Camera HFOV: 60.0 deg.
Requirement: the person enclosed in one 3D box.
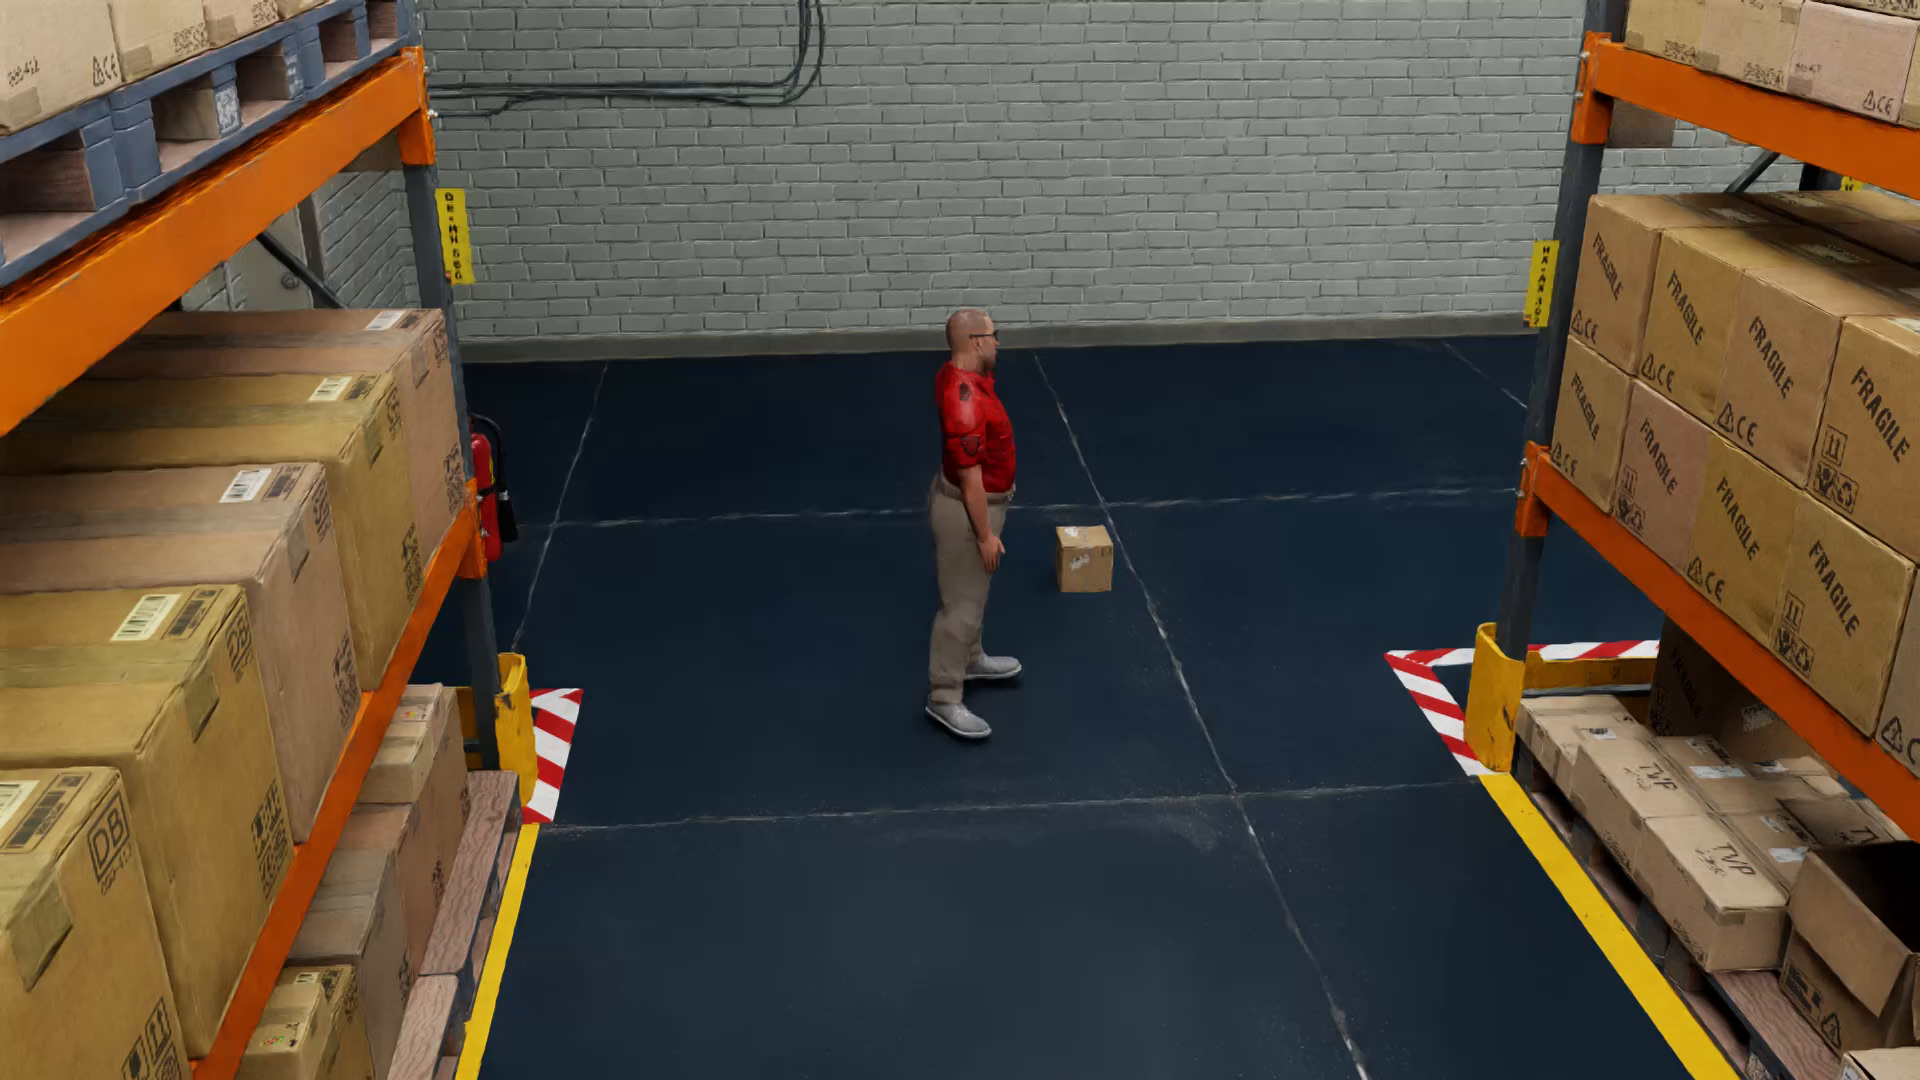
[{"bbox_3d":[0.068,-0.108,6.797,0.422,1.730,0.678,-1,24,-2],"label":"person"}]
